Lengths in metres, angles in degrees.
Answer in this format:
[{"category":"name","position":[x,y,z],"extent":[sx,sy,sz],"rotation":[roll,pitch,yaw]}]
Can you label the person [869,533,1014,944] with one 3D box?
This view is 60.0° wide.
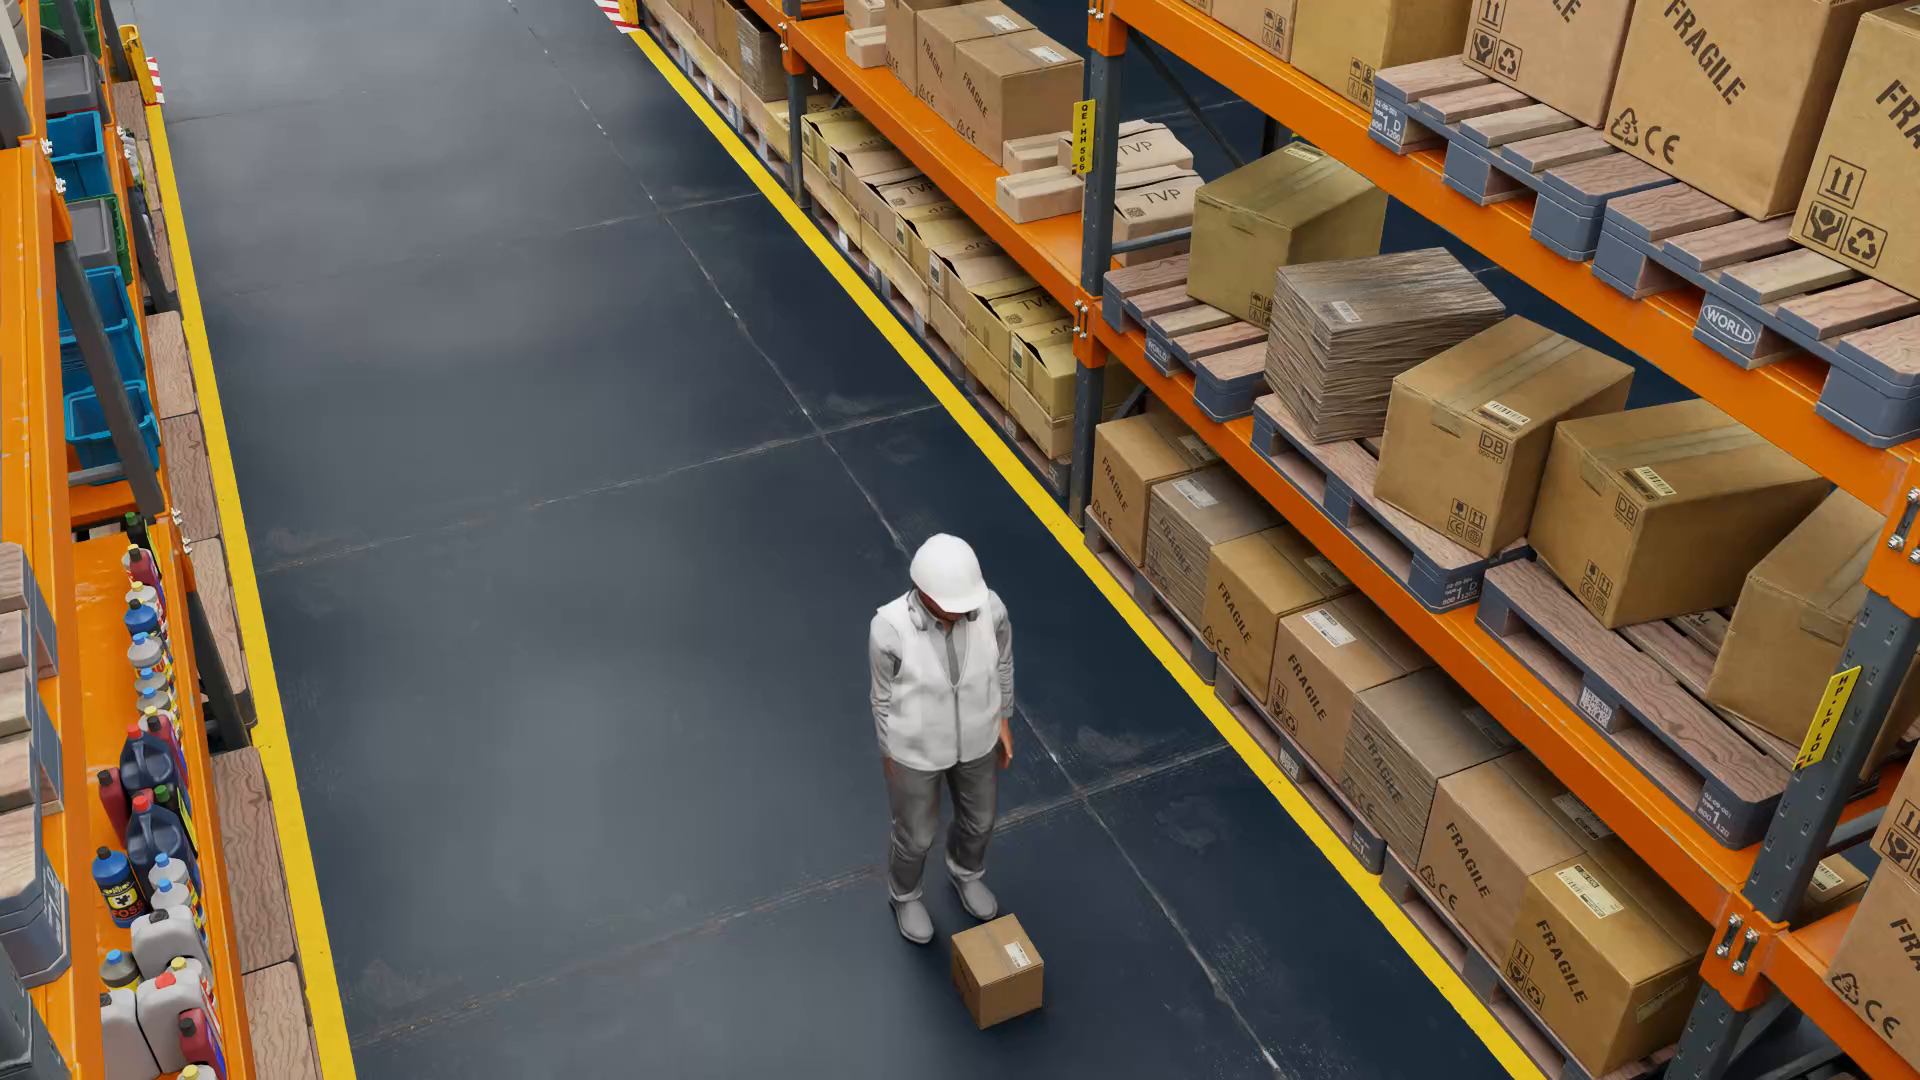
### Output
[{"category":"person","position":[-0.051,0.696,5.922],"extent":[0.534,1.763,0.355],"rotation":[-15,40,-19]}]
